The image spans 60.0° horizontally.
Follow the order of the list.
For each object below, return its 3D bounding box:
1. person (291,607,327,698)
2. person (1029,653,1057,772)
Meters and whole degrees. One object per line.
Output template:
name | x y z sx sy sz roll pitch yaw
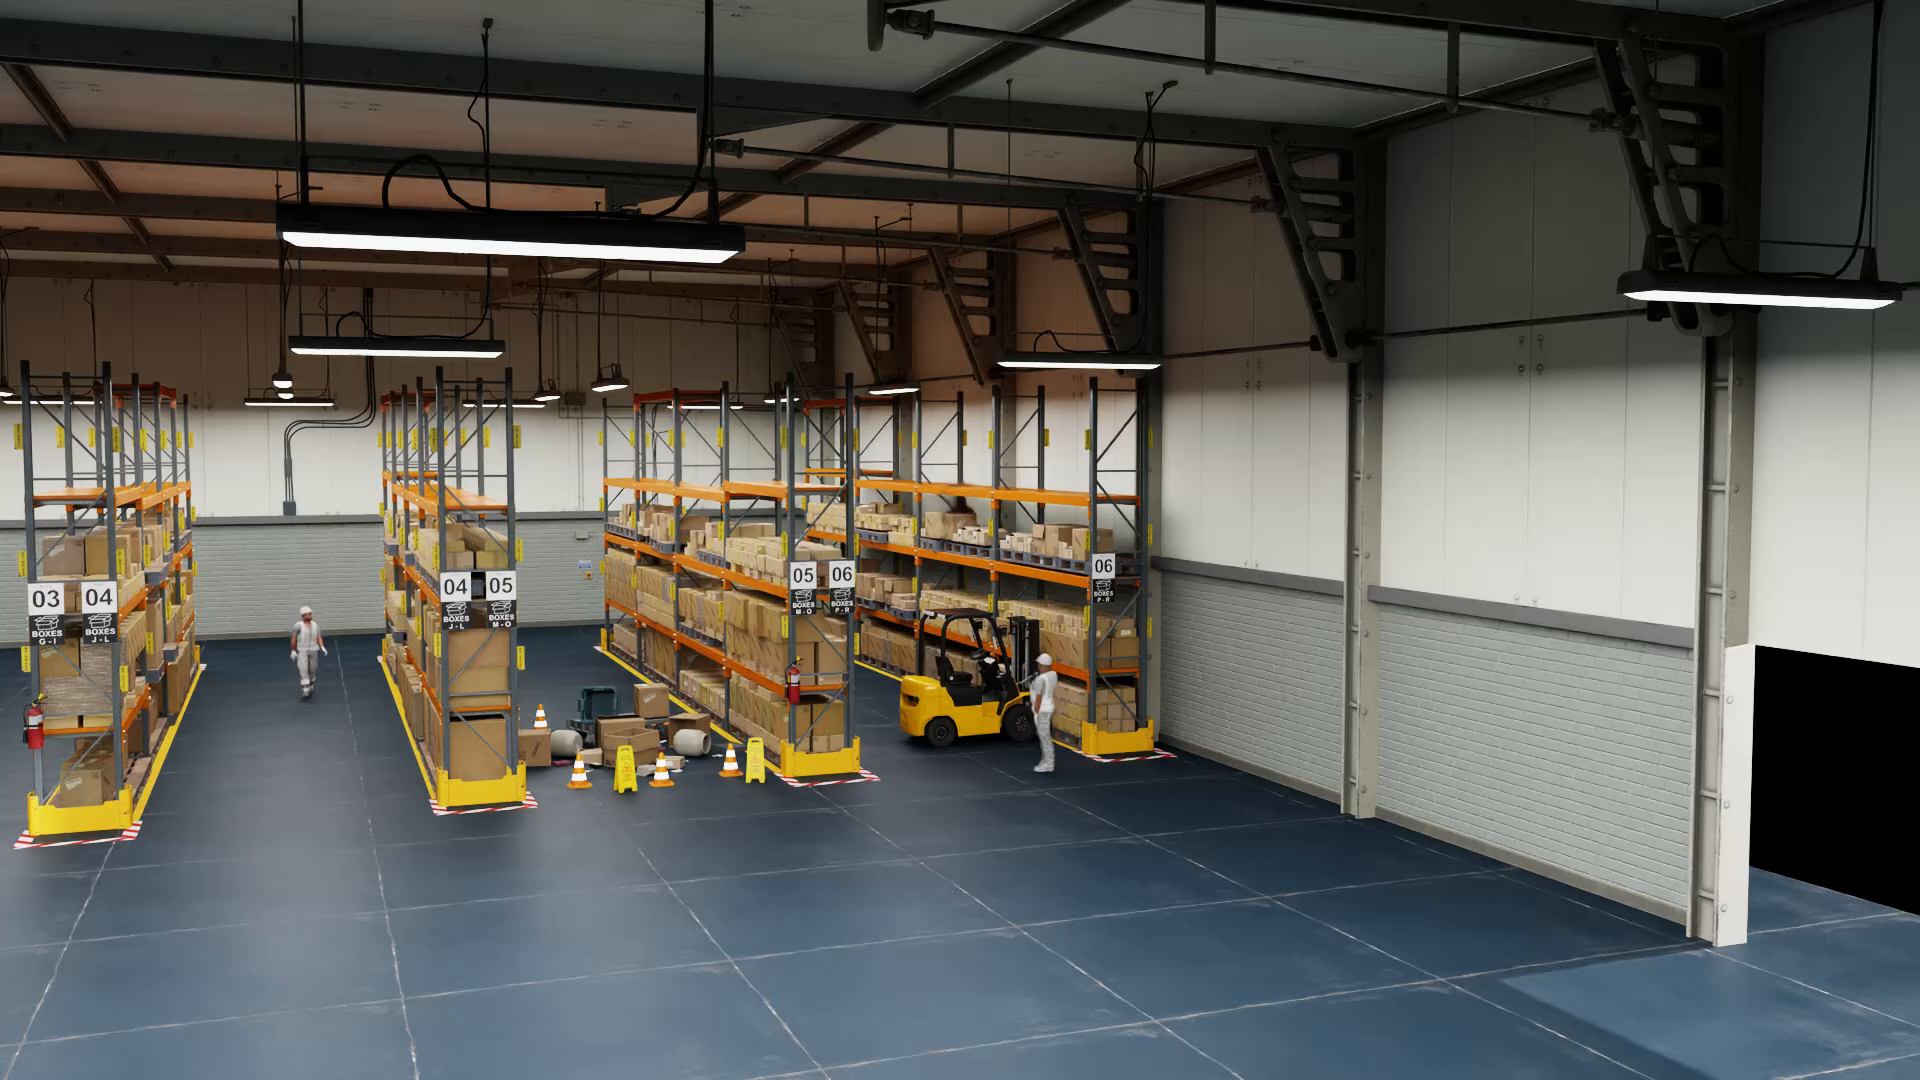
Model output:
person | -12.643 2.166 32.293 0.654 1.733 1.048 -2 4 -24
person | 1.256 2.605 25.138 0.402 1.812 0.683 0 3 6
